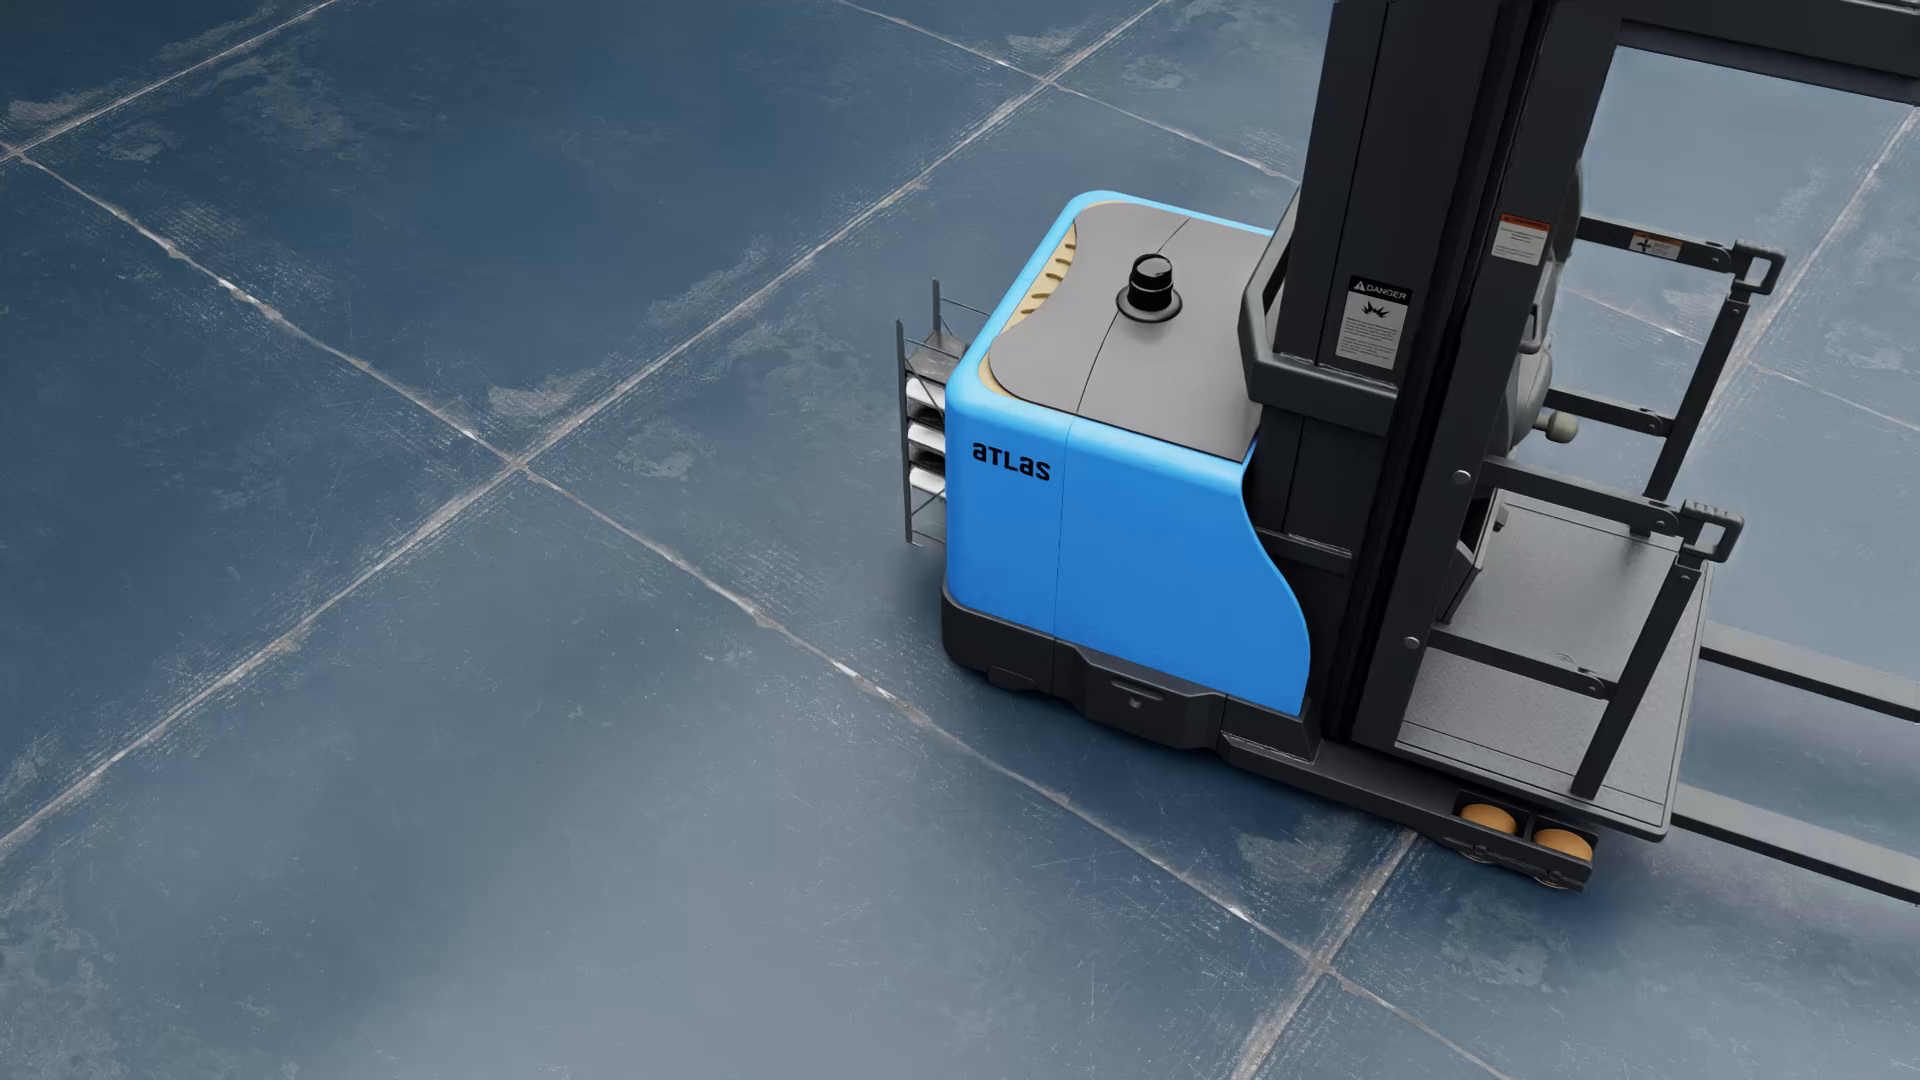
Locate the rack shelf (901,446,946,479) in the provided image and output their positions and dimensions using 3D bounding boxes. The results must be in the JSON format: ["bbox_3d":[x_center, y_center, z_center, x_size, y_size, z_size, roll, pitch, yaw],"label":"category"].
[{"bbox_3d":[-0.017,-0.242,5.027,0.258,0.077,0.200,22,51,20],"label":"rack shelf"}]

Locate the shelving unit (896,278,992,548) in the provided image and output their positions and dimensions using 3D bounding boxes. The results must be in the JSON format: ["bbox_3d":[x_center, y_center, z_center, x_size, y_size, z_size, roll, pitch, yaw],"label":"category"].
[{"bbox_3d":[-0.018,-0.326,4.937,0.258,0.900,0.210,22,51,20],"label":"shelving unit"}]

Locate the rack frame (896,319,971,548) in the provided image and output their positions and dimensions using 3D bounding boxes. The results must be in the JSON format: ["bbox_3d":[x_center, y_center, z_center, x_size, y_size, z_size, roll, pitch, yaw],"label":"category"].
[{"bbox_3d":[-0.068,-0.261,4.877,0.240,0.900,0.006,22,51,20],"label":"rack frame"}]

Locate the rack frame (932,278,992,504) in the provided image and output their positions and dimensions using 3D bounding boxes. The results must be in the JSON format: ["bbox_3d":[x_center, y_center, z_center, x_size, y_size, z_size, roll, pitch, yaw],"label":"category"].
[{"bbox_3d":[0.031,-0.392,4.998,0.240,0.900,0.006,22,51,20],"label":"rack frame"}]

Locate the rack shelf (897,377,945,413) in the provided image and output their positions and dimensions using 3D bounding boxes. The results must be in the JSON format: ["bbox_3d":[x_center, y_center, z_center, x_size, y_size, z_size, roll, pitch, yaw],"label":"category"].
[{"bbox_3d":[-0.019,-0.426,4.830,0.258,0.077,0.200,22,51,20],"label":"rack shelf"}]

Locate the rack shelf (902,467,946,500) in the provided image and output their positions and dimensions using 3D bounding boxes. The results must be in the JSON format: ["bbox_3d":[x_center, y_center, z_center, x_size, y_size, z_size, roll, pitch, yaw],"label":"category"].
[{"bbox_3d":[-0.016,-0.181,5.093,0.258,0.077,0.200,22,51,20],"label":"rack shelf"}]

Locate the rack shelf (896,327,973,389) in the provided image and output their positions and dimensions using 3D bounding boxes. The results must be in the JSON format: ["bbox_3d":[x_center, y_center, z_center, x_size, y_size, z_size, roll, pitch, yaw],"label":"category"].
[{"bbox_3d":[-0.020,-0.488,4.764,0.258,0.077,0.200,22,51,20],"label":"rack shelf"}]

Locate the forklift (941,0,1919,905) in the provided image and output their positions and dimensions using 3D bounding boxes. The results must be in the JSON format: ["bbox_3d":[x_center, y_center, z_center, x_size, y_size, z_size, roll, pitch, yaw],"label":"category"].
[{"bbox_3d":[1.511,-0.538,3.737,3.031,2.935,1.130,18,49,16],"label":"forklift"}]

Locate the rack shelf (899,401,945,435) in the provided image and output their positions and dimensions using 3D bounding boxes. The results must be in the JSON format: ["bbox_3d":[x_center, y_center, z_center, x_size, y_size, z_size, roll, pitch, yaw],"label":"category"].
[{"bbox_3d":[-0.019,-0.365,4.896,0.258,0.077,0.200,22,51,20],"label":"rack shelf"}]

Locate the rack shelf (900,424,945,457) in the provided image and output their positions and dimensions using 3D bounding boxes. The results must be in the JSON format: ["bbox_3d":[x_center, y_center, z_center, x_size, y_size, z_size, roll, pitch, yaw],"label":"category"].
[{"bbox_3d":[-0.018,-0.304,4.962,0.258,0.077,0.200,22,51,20],"label":"rack shelf"}]
